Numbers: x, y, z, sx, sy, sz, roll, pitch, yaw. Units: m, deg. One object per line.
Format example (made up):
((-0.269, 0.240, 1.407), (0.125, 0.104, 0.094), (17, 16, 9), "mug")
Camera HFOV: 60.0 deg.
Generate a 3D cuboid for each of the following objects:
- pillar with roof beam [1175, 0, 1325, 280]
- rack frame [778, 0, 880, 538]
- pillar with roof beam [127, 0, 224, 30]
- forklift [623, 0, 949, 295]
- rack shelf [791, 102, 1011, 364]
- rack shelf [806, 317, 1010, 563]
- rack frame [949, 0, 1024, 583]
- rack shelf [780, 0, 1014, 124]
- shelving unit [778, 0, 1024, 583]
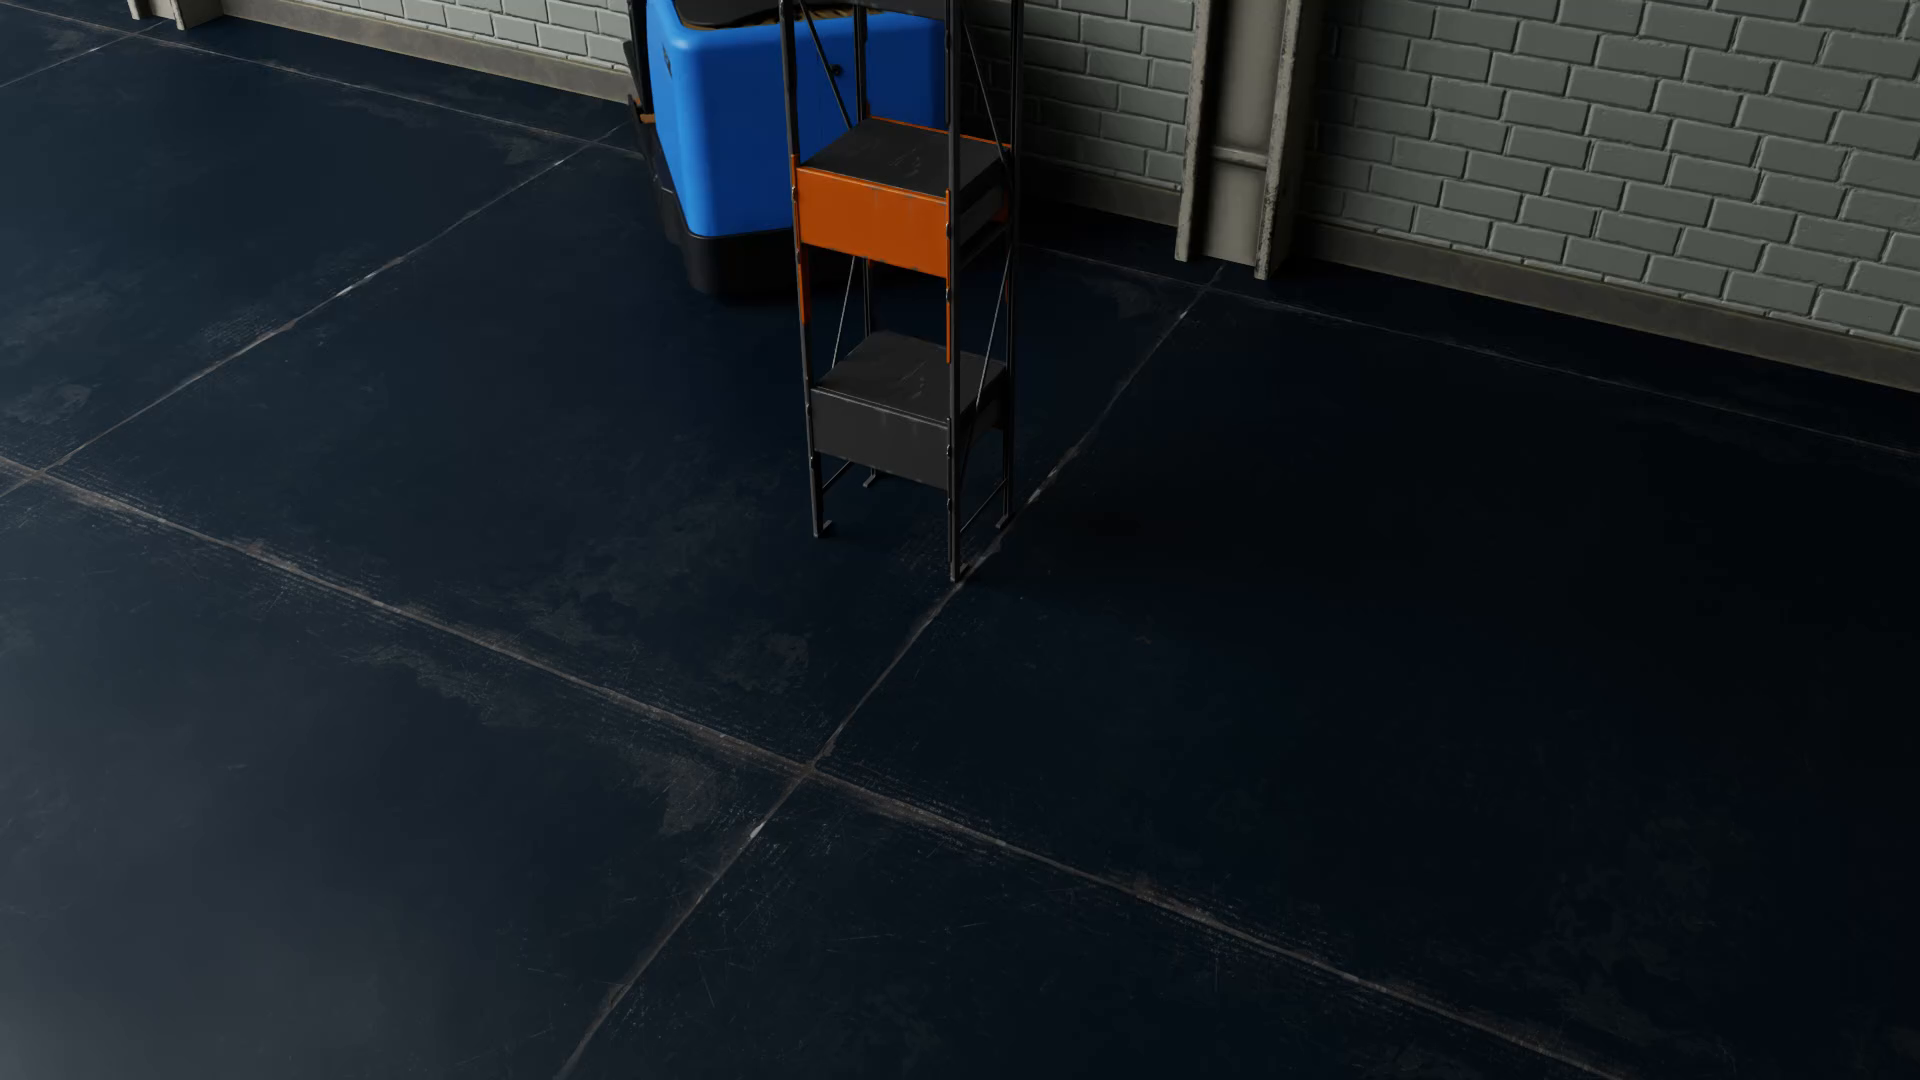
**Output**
((-0.863, -2.442, 1.024), (0.400, 9.000, 9.100), (17, 41, 21), "pillar with roof beam")
((-0.364, -0.950, 4.765), (0.015, 2.100, 0.400), (17, 41, 21), "rack frame")
((-6.191, -4.110, 3.222), (0.400, 9.000, 9.100), (17, 41, 21), "pillar with roof beam")
((-0.911, -2.999, 6.777), (1.130, 2.935, 3.031), (-10, 38, -12), "forklift")
((-0.147, -0.872, 4.684), (0.480, 0.518, 0.431), (17, 41, 21), "rack shelf")
((-0.147, -0.314, 5.107), (0.480, 0.518, 0.431), (17, 41, 21), "rack shelf")
((0.070, -0.815, 4.586), (0.015, 2.100, 0.400), (17, 41, 21), "rack frame")
((-0.147, -1.429, 4.261), (0.480, 0.518, 0.431), (17, 41, 21), "rack shelf")
((-0.147, -0.882, 4.676), (0.503, 2.100, 0.431), (17, 41, 21), "shelving unit")
